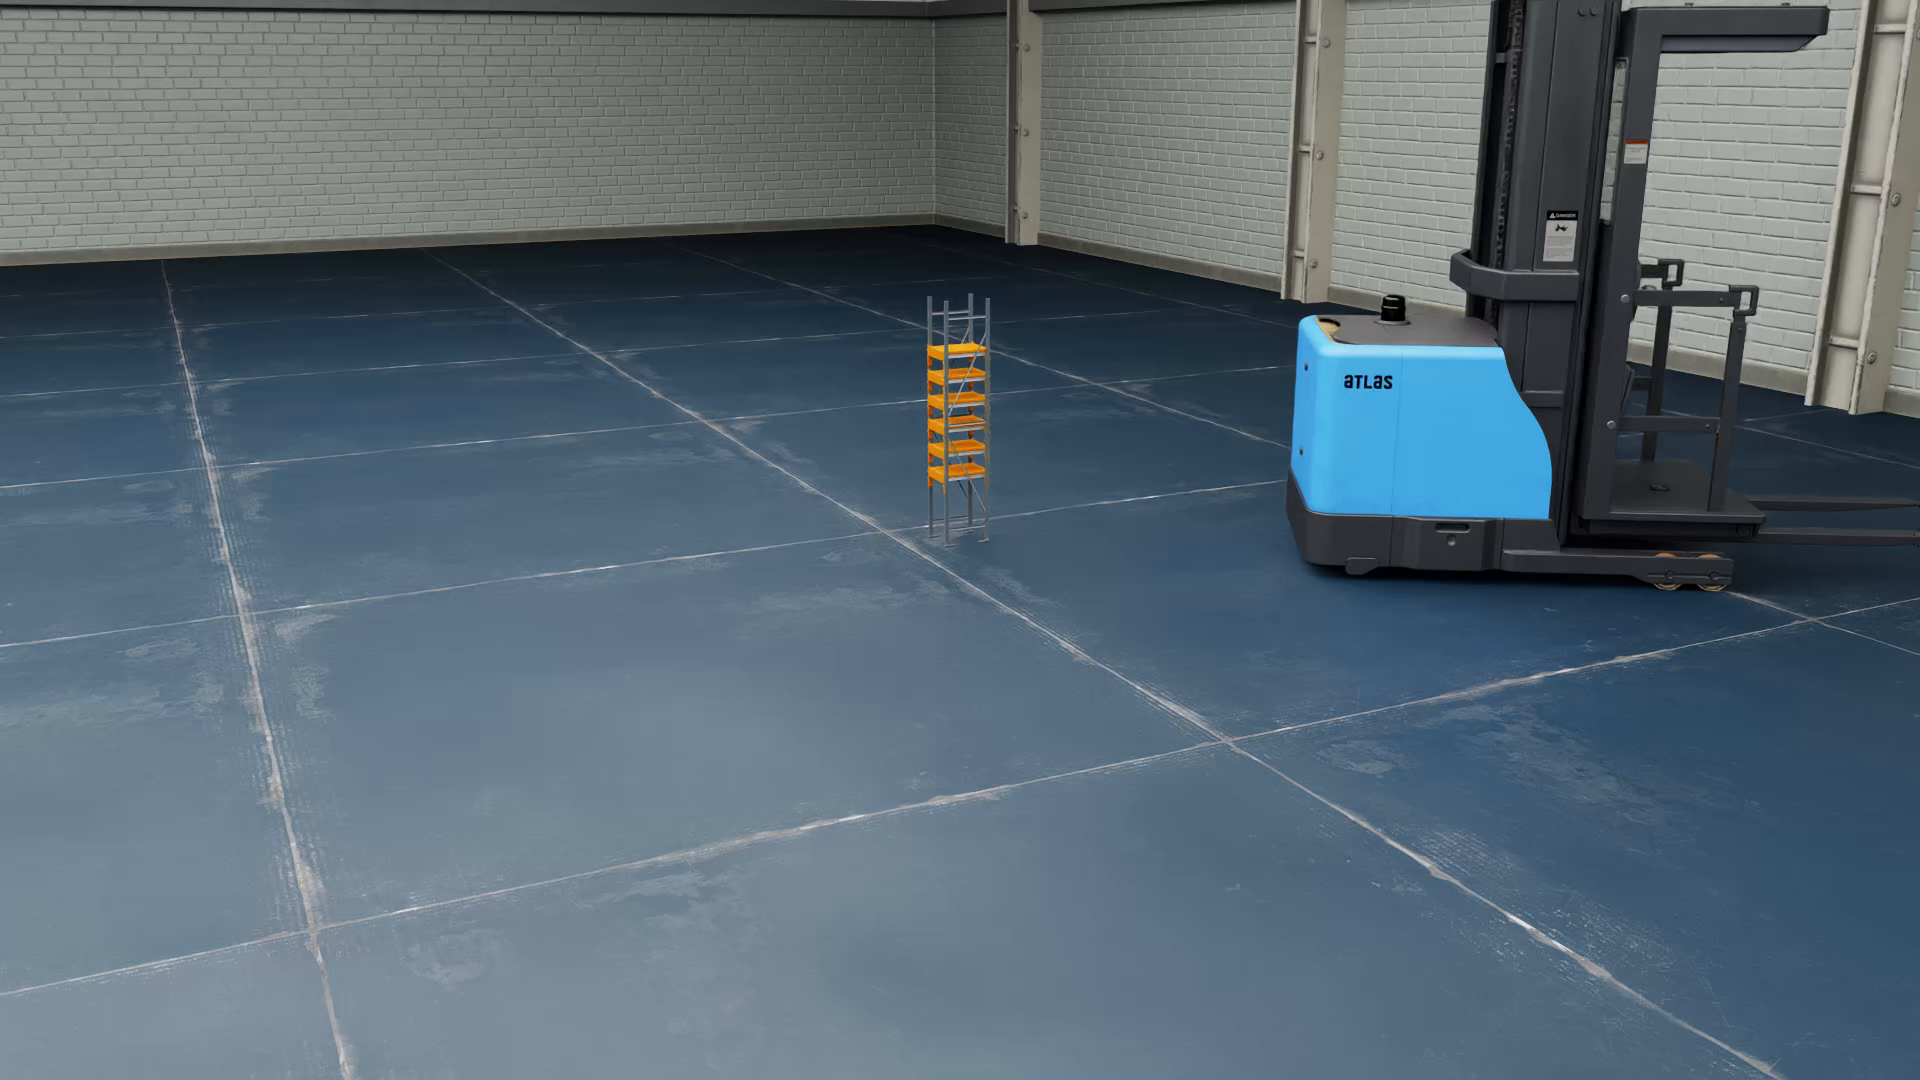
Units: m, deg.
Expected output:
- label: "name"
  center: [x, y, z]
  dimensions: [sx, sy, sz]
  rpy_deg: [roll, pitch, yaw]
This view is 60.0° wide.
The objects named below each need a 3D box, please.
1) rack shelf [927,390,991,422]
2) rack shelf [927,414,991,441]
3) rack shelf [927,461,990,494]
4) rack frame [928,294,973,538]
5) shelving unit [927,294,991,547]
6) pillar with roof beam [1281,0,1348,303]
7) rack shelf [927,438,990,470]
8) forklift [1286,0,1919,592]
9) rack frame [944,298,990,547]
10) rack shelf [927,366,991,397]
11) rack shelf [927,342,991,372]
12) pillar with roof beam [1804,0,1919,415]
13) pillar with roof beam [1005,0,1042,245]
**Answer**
- label: "rack shelf"
  center: [-0.006, -0.653, 8.077]
  dimensions: [0.258, 0.103, 0.180]
  rpy_deg: [-8, 18, -25]
- label: "rack shelf"
  center: [-0.006, -0.538, 8.110]
  dimensions: [0.258, 0.103, 0.180]
  rpy_deg: [-8, 18, -25]
- label: "rack shelf"
  center: [-0.006, -0.307, 8.176]
  dimensions: [0.258, 0.103, 0.180]
  rpy_deg: [-8, 18, -25]
- label: "rack frame"
  center: [-0.046, -0.603, 8.177]
  dimensions: [0.240, 1.200, 0.006]
  rpy_deg: [-8, 18, -25]
- label: "shelving unit"
  center: [-0.006, -0.580, 8.098]
  dimensions: [0.258, 1.200, 0.189]
  rpy_deg: [-8, 18, -25]
- label: "pillar with roof beam"
  center: [-0.426, -6.203, 13.551]
  dimensions: [9.100, 9.000, 0.400]
  rpy_deg: [-8, 18, -25]
- label: "rack shelf"
  center: [-0.006, -0.422, 8.143]
  dimensions: [0.258, 0.103, 0.180]
  rpy_deg: [-8, 18, -25]
- label: "forklift"
  center: [3.135, -1.332, 7.577]
  dimensions: [3.031, 2.935, 1.130]
  rpy_deg: [1, 16, 5]
- label: "rack frame"
  center: [0.034, -0.558, 8.019]
  dimensions: [0.240, 1.200, 0.006]
  rpy_deg: [-8, 18, -25]
- label: "rack shelf"
  center: [-0.006, -0.768, 8.044]
  dimensions: [0.258, 0.103, 0.180]
  rpy_deg: [-8, 18, -25]
- label: "rack shelf"
  center: [-0.006, -0.884, 8.011]
  dimensions: [0.258, 0.103, 0.180]
  rpy_deg: [-8, 18, -25]
- label: "pillar with roof beam"
  center: [2.202, -4.715, 8.366]
  dimensions: [9.100, 9.000, 0.400]
  rpy_deg: [-8, 18, -25]
- label: "pillar with roof beam"
  center: [-3.055, -7.690, 18.735]
  dimensions: [9.100, 9.000, 0.400]
  rpy_deg: [-8, 18, -25]
